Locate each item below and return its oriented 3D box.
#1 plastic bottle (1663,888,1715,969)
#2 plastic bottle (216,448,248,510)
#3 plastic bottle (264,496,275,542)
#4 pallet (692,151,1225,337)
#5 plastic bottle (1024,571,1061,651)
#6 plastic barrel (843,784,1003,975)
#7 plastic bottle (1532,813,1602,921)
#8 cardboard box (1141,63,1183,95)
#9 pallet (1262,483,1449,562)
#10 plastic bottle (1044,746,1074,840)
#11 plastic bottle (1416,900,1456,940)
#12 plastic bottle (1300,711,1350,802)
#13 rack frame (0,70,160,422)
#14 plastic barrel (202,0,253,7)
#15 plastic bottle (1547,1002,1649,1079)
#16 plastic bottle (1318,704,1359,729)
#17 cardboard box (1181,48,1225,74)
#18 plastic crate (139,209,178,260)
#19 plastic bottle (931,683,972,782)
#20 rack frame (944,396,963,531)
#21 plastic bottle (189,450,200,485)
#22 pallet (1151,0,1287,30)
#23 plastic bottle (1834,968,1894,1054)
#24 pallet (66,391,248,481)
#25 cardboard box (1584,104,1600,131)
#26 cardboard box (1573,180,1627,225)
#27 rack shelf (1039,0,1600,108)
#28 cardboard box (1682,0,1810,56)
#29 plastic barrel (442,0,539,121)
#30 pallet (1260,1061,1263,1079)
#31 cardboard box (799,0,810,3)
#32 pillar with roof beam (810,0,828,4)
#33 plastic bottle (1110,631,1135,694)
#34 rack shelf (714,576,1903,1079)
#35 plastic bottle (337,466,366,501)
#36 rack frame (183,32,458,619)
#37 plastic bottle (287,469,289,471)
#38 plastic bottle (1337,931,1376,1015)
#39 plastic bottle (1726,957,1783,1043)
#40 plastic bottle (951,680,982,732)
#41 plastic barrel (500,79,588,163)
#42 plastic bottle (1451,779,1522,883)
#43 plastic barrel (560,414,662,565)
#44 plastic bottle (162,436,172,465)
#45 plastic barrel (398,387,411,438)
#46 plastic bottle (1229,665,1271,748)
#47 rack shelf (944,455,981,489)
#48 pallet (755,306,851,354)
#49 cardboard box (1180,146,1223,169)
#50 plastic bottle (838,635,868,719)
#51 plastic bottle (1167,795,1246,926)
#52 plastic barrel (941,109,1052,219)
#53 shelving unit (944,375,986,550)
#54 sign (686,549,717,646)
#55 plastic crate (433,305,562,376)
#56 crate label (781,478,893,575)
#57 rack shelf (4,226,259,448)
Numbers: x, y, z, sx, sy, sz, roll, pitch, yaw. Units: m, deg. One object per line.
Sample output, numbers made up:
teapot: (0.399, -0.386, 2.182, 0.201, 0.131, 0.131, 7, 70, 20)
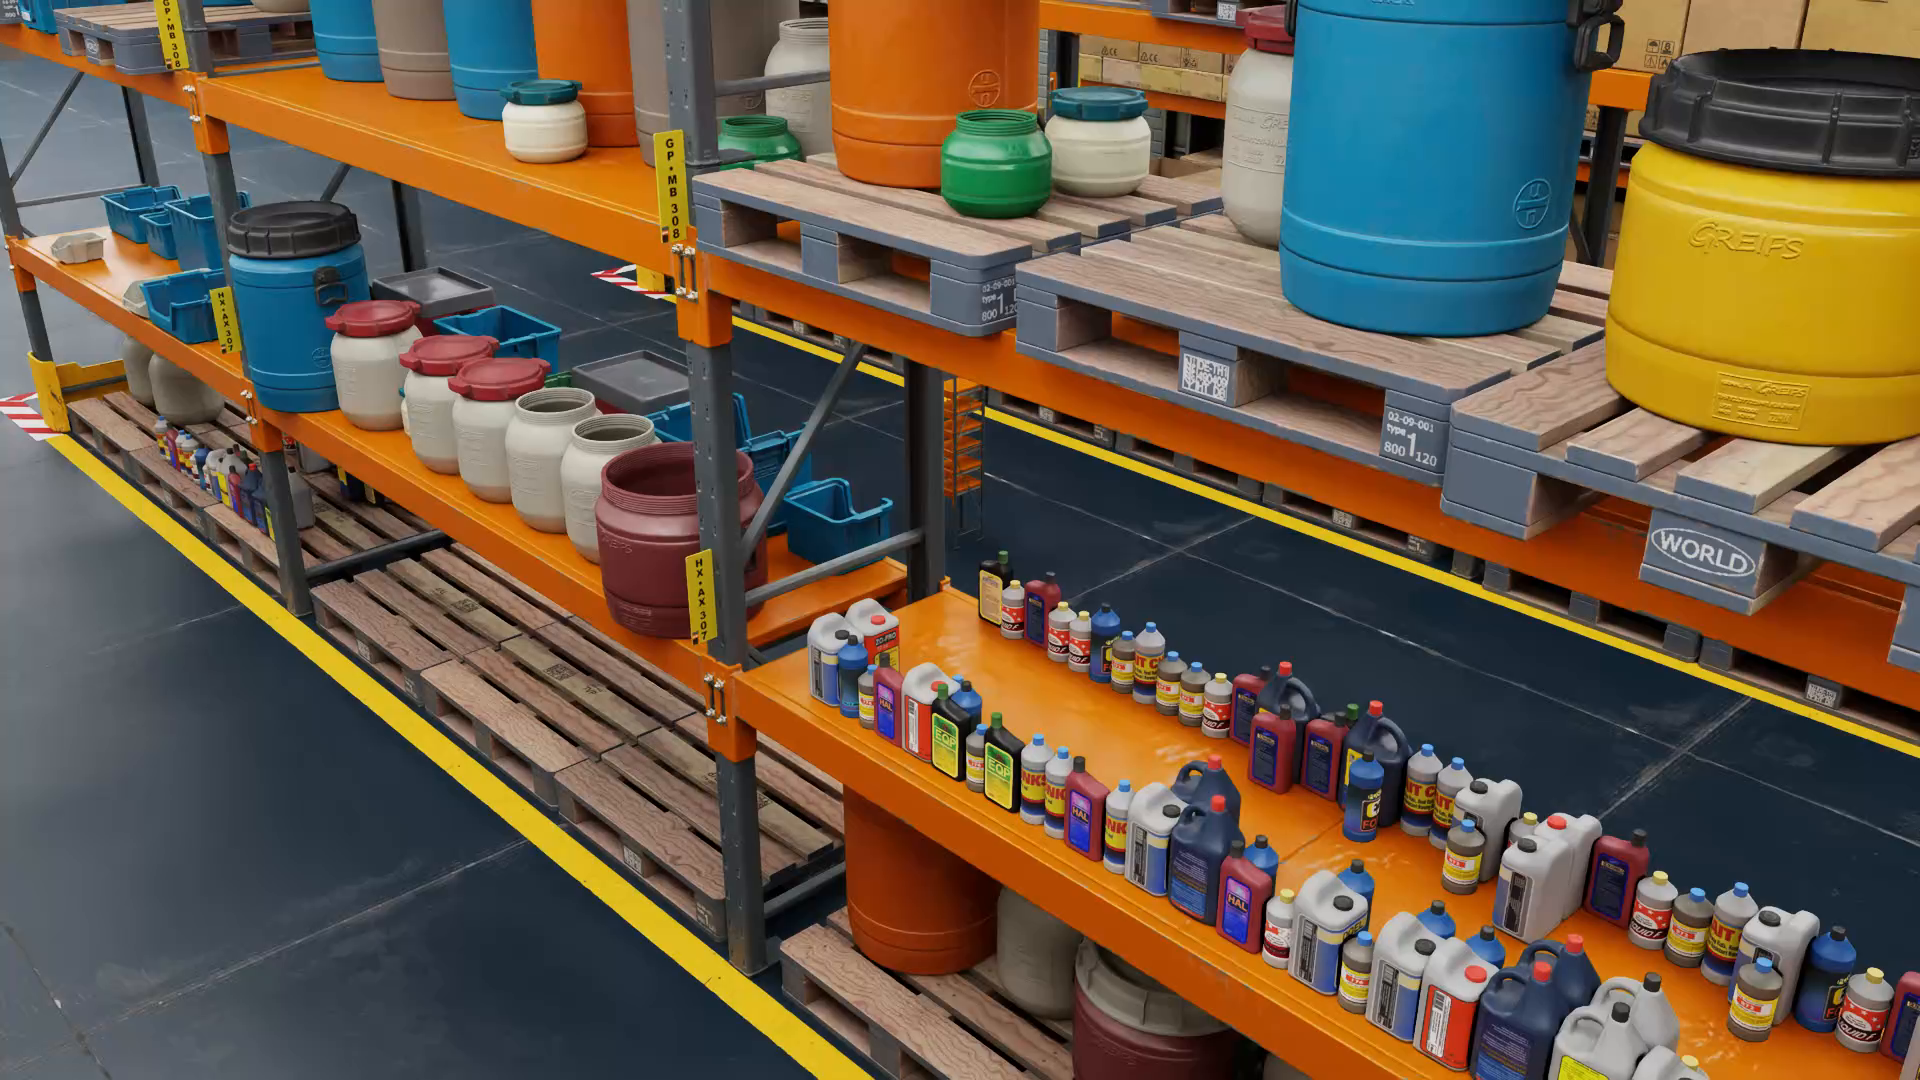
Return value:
plastic bottle: (1.859, 0.978, 4.231, 0.097, 0.201, 0.097, 0, 25, 0)
plastic bottle: (-4.197, -0.369, 9.606, 0.144, 0.351, 0.185, -21, 32, -39)
plastic bottle: (-3.764, -0.121, 9.144, 0.061, 0.283, 0.133, -19, 31, -36)
pallet: (-0.009, -0.912, 4.748, 1.003, 0.211, 1.213, -21, 32, -38)
plastic bottle: (0.285, 0.232, 5.768, 0.061, 0.283, 0.133, -21, 32, -38)
plastic barrel: (-0.114, 1.047, 5.949, 0.600, 0.830, 0.708, -21, 32, -38)
plastic bottle: (1.602, 0.847, 4.429, 0.152, 0.276, 0.135, -21, 32, -38)
cardboard box: (2.114, -4.520, 16.201, 0.500, 0.250, 0.500, -22, 32, -39)
pallet: (2.624, -0.288, 10.128, 1.003, 0.211, 1.213, -21, 32, -38)
plastic bottle: (0.290, 0.712, 4.731, 0.097, 0.271, 0.097, 0, 25, 0)
plastic bottle: (1.160, 1.005, 4.088, 0.097, 0.271, 0.097, 0, 25, 0)
plastic bottle: (1.082, 0.622, 4.913, 0.061, 0.283, 0.133, -21, 32, -38)
rack frame: (-5.928, -2.316, 11.213, 1.000, 3.000, 0.127, -21, 32, -38)
plastic barrel: (-3.797, -3.220, 8.471, 0.600, 0.901, 0.708, -21, 32, -38)
plastic bottle: (1.406, 1.156, 3.661, 0.144, 0.351, 0.185, -21, 32, -38)
plastic bottle: (1.126, 0.605, 4.951, 0.061, 0.283, 0.133, -21, 32, -38)
cardboard box: (2.451, -4.715, 15.724, 0.500, 0.500, 0.500, -20, 31, -37)
plastic crate: (-4.928, -1.983, 10.663, 0.499, 0.251, 0.408, -21, 32, -38)
plastic bottle: (-0.026, 0.577, 5.012, 0.061, 0.283, 0.133, -21, 32, -38)
rack frame: (-0.072, -0.578, 9.571, 0.240, 1.200, 0.006, -21, 32, -38)
plastic bottle: (-4.546, -0.441, 9.945, 0.097, 0.201, 0.097, 0, 25, 0)
pallet: (1.862, -3.094, 9.531, 1.003, 0.211, 1.213, -19, 31, -36)
plastic bottle: (2.151, 1.107, 3.948, 0.097, 0.201, 0.097, 0, 25, 0)
pallet: (-5.291, -0.790, 11.228, 1.003, 0.211, 1.213, -21, 32, -38)
cardboard box: (5.210, -3.635, 13.453, 0.700, 0.500, 0.500, -16, 29, -32)
cardboard box: (5.214, -2.812, 13.877, 0.500, 0.250, 0.500, -22, 33, -40)
rack shelf: (1.791, -2.940, 9.833, 1.077, 0.370, 4.000, -21, 32, -38)
cardboard box: (3.829, -2.430, 7.727, 0.910, 0.500, 0.500, -21, 32, -38)
plastic barrel: (-1.794, -2.208, 6.759, 0.600, 0.901, 0.708, -21, 32, -38)
pallet: (0.938, 1.973, 5.172, 1.003, 0.211, 1.213, -21, 32, -38)
cardboard box: (-1.601, -4.037, 13.302, 0.700, 0.500, 0.500, -22, 33, -40)
pillar with roof beam: (-4.830, -8.486, 17.509, 9.100, 9.000, 0.400, -21, 32, -38)
plastic bottle: (0.550, 0.398, 5.503, 0.097, 0.201, 0.097, 0, 25, 0)
rack shelf: (0.906, 1.041, 4.721, 1.077, 0.370, 4.000, -21, 32, -38)
plastic bottle: (-3.549, -0.421, 9.720, 0.144, 0.351, 0.185, -21, 32, -38)
rack frame: (-3.195, -1.104, 8.557, 1.000, 3.000, 0.127, -21, 32, -38)
plastic bottle: (-3.885, -0.287, 9.516, 0.152, 0.276, 0.135, -21, 32, -38)
plastic bottle: (0.982, 1.050, 4.073, 0.097, 0.201, 0.097, 0, 25, 0)
plastic bottle: (1.907, 1.092, 3.983, 0.097, 0.201, 0.097, 0, 25, 0)
plastic bottle: (0.019, 0.555, 5.075, 0.097, 0.271, 0.097, 0, 25, 0)
plastic barrel: (-1.500, -1.513, 6.006, 0.301, 0.262, 0.301, 0, 25, 0)
plastic bottle: (1.444, 0.777, 4.583, 0.152, 0.276, 0.135, -21, 32, -38)
plastic barrel: (-1.320, -0.194, 6.428, 0.421, 0.512, 0.421, 0, 25, 0)
plastic bottle: (-4.846, -0.574, 10.236, 0.097, 0.201, 0.097, 0, 25, 0)
plastic barrel: (-2.402, -0.597, 7.611, 0.301, 0.262, 0.301, 0, 25, 0)
plastic bottle: (0.909, 0.508, 5.162, 0.061, 0.283, 0.133, -21, 32, -38)
rack shelf: (-0.010, -0.401, 9.579, 0.258, 0.103, 0.180, -21, 32, -38)
pallet: (-0.927, -1.862, 13.578, 1.003, 0.211, 1.213, -21, 32, -38)
cardboard box: (2.565, -3.545, 16.389, 0.500, 0.500, 0.700, 21, 32, 39)
plastic bottle: (-0.341, 0.432, 5.345, 0.097, 0.271, 0.097, 0, 25, 0)
plastic bottle: (0.653, 0.822, 4.393, 0.144, 0.351, 0.185, -21, 32, -38)
plastic barrel: (0.096, -0.991, 4.376, 0.294, 0.245, 0.294, 0, 25, 0)
shelving unit: (-0.010, -0.550, 9.511, 0.258, 1.200, 0.189, -21, 32, -38)
sign: (-0.857, 0.191, 5.520, 0.100, 0.325, 0.005, -21, 32, -38)
plastic crate: (-2.213, -0.851, 8.021, 0.392, 0.384, 0.575, -21, 32, -38)
crate label: (-0.475, -0.050, 6.448, 0.303, 0.233, 0.416, -21, 32, -38)
rack shelf: (-4.561, -1.383, 10.034, 1.077, 0.370, 4.000, -21, 32, -38)
